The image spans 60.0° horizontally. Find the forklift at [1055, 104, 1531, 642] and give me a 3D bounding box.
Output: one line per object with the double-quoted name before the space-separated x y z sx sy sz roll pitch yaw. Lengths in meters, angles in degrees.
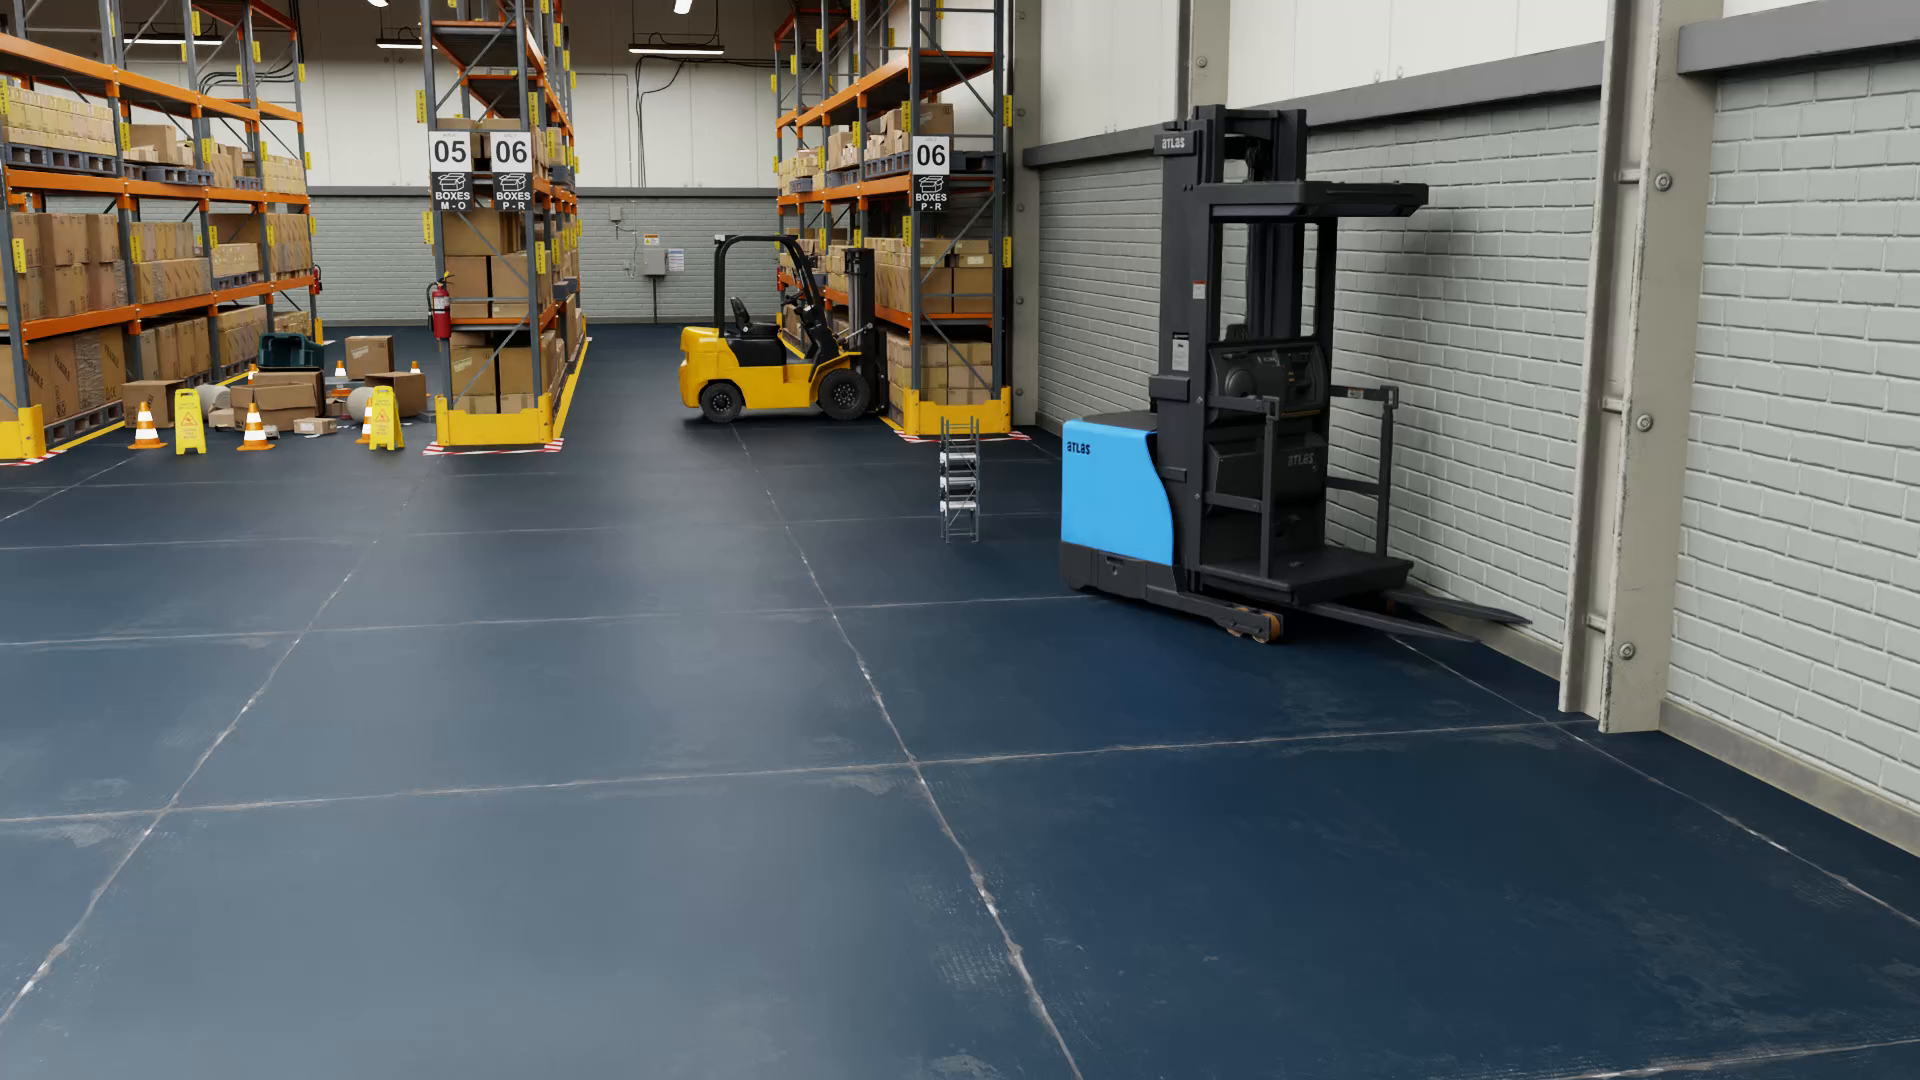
"forklift" 1.899 -0.978 9.498 1.130 2.935 3.031 -8 13 -37

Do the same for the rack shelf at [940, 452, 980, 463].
"rack shelf" -0.002 -0.588 12.093 0.258 0.077 0.200 -2 11 -11

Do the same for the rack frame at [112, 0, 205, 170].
"rack frame" -11.295 -6.710 23.384 1.000 3.000 0.127 -2 11 -11

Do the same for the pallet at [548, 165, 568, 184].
"pallet" -5.697 -4.726 21.486 1.213 0.211 1.003 -2 11 -11

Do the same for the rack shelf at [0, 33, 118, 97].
"rack shelf" -10.128 -5.060 17.707 1.077 0.370 4.000 -2 11 -11

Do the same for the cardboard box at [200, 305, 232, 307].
"cardboard box" -12.188 -3.698 27.161 0.500 0.250 0.500 -3 11 -14

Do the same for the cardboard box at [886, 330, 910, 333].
"cardboard box" -0.829 -2.471 20.712 0.500 0.250 0.500 -2 11 -9

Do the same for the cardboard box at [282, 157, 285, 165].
"cardboard box" -12.220 -6.738 29.552 0.380 0.149 0.250 -2 11 -13

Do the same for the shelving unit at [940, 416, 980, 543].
"shelving unit" -0.002 -0.444 12.120 0.258 0.900 0.210 -2 11 -11

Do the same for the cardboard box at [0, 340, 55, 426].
"cardboard box" -9.936 -1.580 17.036 0.875 0.875 0.875 -2 11 -11

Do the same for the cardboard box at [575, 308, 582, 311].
"cardboard box" -7.789 -4.259 32.280 0.875 0.438 0.875 -3 11 -13

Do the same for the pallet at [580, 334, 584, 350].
"pallet" -7.549 -3.692 31.029 1.003 0.211 1.213 -2 11 -11

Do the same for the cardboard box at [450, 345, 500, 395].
"cardboard box" -5.315 -1.856 18.149 0.500 0.500 0.500 -2 11 -11

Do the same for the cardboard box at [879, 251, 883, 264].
"cardboard box" -0.788 -3.473 20.419 0.380 0.149 0.250 -2 11 -13

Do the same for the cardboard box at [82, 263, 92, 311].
"cardboard box" -10.315 -2.833 18.655 0.875 0.550 0.550 -2 11 -11

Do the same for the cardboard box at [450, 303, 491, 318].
"cardboard box" -5.186 -2.432 17.622 0.380 0.149 0.250 -2 11 -9

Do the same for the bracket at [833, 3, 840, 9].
"bracket" -2.550 -10.288 32.555 0.076 0.066 4.783 -2 11 -11

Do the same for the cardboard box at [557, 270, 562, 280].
"cardboard box" -5.705 -3.664 22.972 0.380 0.149 0.250 -2 11 -9

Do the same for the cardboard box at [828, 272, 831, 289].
"cardboard box" -1.744 -3.979 25.480 0.500 0.250 0.500 -2 11 -11

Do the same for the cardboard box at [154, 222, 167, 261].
"cardboard box" -10.916 -3.940 21.934 0.700 0.500 0.500 -2 11 -12

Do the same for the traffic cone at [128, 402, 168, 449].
"traffic cone" -8.449 -1.199 17.256 0.336 0.463 0.334 -2 11 -11

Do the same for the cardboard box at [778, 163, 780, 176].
"cardboard box" -3.307 -7.311 32.832 0.500 0.250 0.500 -2 11 -12

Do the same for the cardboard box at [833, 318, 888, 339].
"cardboard box" -1.483 -3.068 25.519 0.875 0.625 0.625 -2 11 -9

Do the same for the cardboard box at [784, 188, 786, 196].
"cardboard box" -3.198 -6.701 32.032 0.380 0.149 0.250 -2 11 -11

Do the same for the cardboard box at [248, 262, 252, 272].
"cardboard box" -11.704 -4.421 26.948 0.380 0.149 0.250 -2 11 -11

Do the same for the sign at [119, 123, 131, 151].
"sign" -9.973 -4.816 19.862 0.100 0.325 0.005 -2 11 -11

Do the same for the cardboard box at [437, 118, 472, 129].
"cardboard box" -5.259 -4.288 17.217 0.380 0.149 0.250 -2 11 -10

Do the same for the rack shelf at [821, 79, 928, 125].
"rack shelf" -1.202 -6.173 23.557 1.077 0.370 4.000 -2 11 -11

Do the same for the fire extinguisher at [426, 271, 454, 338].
"fire extinguisher" -5.333 -2.419 17.088 0.296 0.674 0.183 -2 11 -11

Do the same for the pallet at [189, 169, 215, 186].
"pallet" -11.118 -5.028 23.072 1.213 0.211 1.003 -2 11 -8

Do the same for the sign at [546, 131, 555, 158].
"sign" -5.150 -4.977 20.916 0.100 0.325 0.005 -2 11 -11

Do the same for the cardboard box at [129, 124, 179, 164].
"cardboard box" -10.682 -5.233 21.985 0.500 0.500 0.500 -2 11 -11

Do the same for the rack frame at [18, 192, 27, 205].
"rack frame" -17.736 -5.068 30.804 1.000 3.000 0.127 -2 11 -11

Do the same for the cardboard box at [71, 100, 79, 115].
"cardboard box" -9.888 -4.740 18.203 0.380 0.149 0.250 -2 11 -12

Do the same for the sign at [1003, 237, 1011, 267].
"sign" 0.511 -3.159 18.243 0.100 0.325 0.005 -2 11 -11

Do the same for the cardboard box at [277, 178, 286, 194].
"cardboard box" -12.093 -6.179 29.016 0.500 0.250 0.500 -2 11 -9

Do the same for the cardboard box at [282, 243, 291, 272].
"cardboard box" -12.088 -4.976 29.255 0.500 0.500 0.500 -2 11 -12

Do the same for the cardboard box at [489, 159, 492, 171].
"cardboard box" -4.788 -3.962 17.640 0.380 0.149 0.250 -2 11 -13

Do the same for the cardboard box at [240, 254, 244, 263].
"cardboard box" -11.597 -4.468 26.403 0.380 0.149 0.250 -3 11 -14

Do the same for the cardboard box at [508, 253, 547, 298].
"cardboard box" -4.928 -2.975 18.741 0.500 0.500 0.500 -2 11 -12

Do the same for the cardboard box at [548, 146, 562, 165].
"cardboard box" -5.402 -4.956 21.468 0.500 0.250 0.500 -2 11 -13

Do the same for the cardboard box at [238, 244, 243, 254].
"cardboard box" -11.606 -4.615 26.380 0.380 0.149 0.250 -2 11 -13

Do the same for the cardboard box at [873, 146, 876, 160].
"cardboard box" -0.874 -4.780 20.549 0.380 0.149 0.250 -2 11 -9

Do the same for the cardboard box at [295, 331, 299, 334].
"cardboard box" -12.222 -3.712 30.178 0.380 0.149 0.250 -2 11 -10

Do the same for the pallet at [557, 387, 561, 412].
"pallet" -5.516 -1.736 20.754 1.003 0.211 1.213 -2 11 -11

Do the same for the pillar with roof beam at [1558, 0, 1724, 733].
"pillar with roof beam" -1.175 -3.426 6.128 9.100 9.000 0.400 -2 11 -11

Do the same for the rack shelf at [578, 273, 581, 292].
"rack shelf" -7.626 -4.709 30.837 1.077 0.370 4.000 -2 11 -11

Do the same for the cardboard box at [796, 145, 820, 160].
"cardboard box" -2.653 -6.764 29.066 0.396 0.266 0.258 -2 11 -12

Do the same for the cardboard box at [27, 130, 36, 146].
"cardboard box" -9.590 -4.069 16.809 0.380 0.149 0.250 -2 11 -11

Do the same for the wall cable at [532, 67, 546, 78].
"wall cable" -9.398 -9.409 37.563 0.463 3.000 0.029 -2 11 -11

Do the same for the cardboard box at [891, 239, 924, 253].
"cardboard box" -0.602 -3.431 19.401 0.380 0.149 0.250 -2 11 -10

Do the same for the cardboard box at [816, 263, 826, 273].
"cardboard box" -2.095 -4.332 26.484 0.380 0.149 0.250 -2 11 -10

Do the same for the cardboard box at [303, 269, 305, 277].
"cardboard box" -12.499 -5.010 31.170 0.380 0.149 0.250 -2 11 -11

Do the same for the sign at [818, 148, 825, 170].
"sign" -2.124 -5.851 25.510 0.100 0.325 0.005 -2 11 -11
